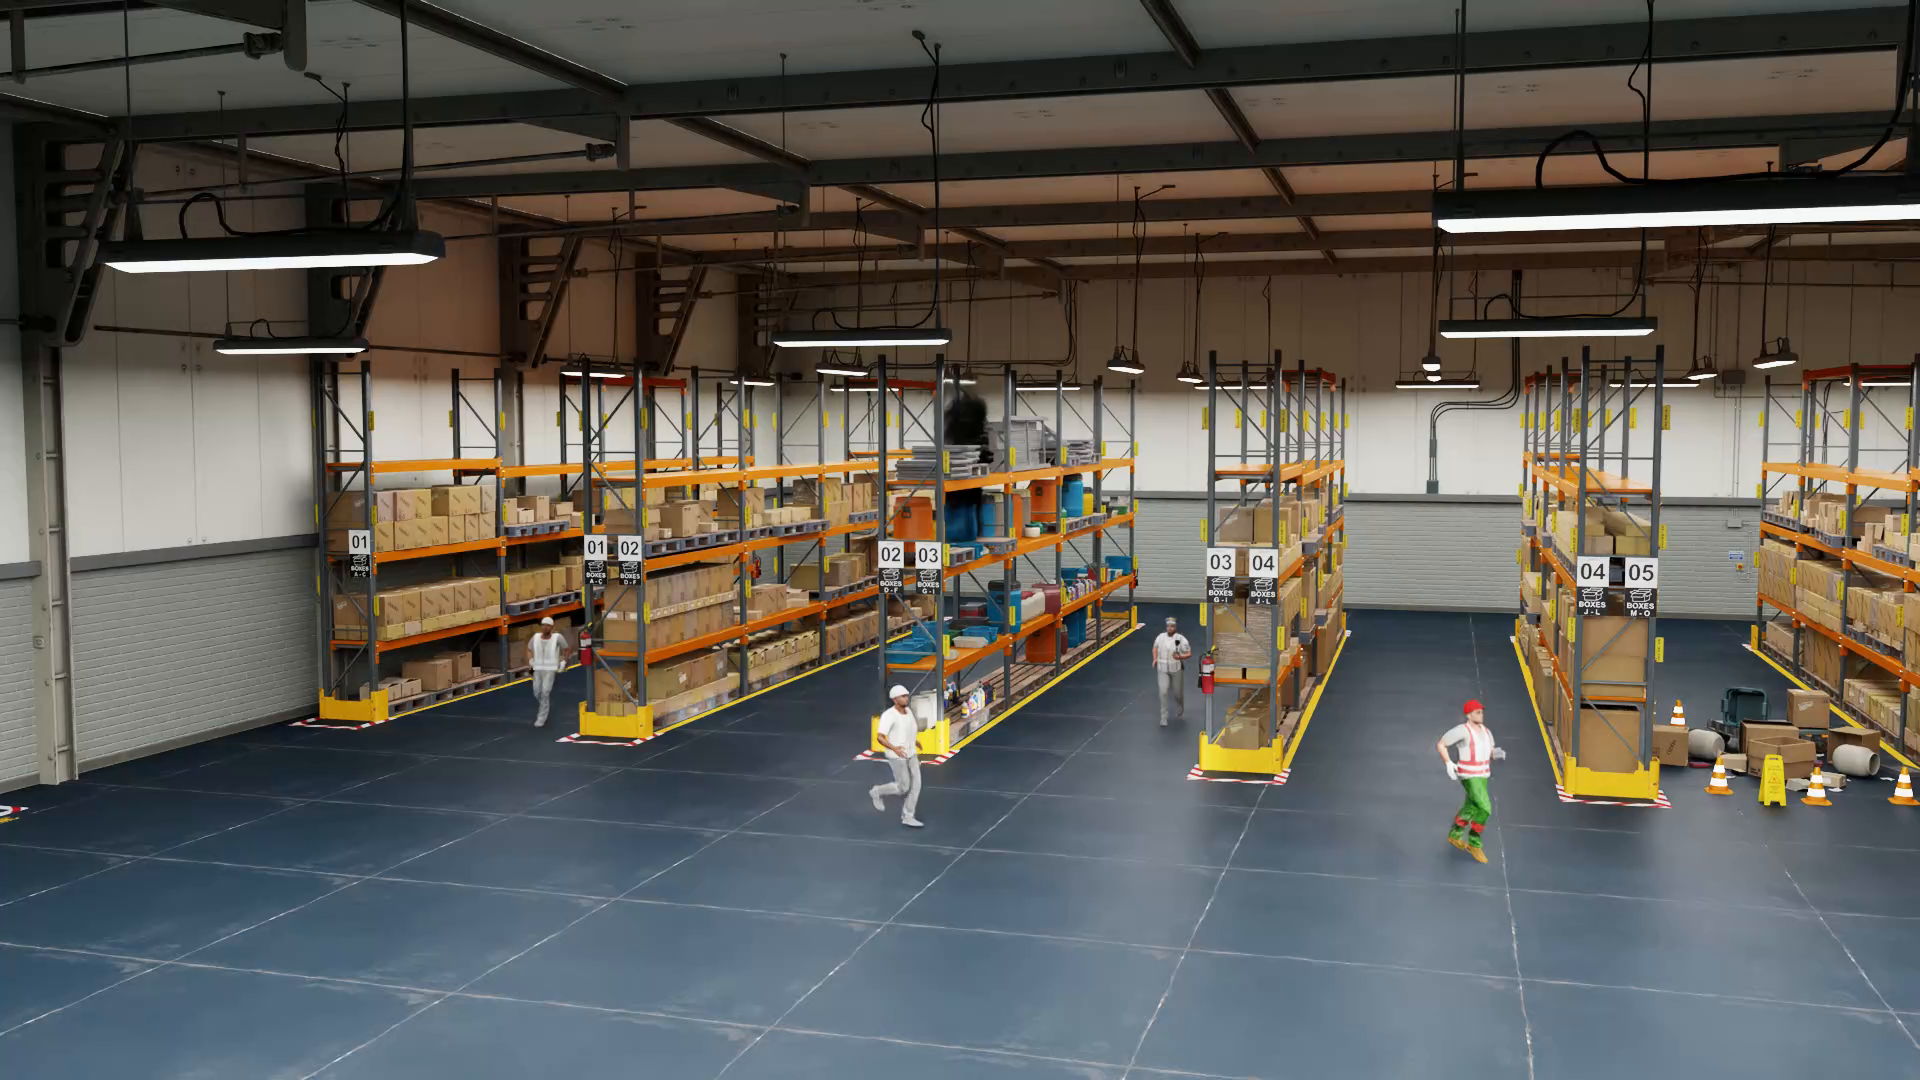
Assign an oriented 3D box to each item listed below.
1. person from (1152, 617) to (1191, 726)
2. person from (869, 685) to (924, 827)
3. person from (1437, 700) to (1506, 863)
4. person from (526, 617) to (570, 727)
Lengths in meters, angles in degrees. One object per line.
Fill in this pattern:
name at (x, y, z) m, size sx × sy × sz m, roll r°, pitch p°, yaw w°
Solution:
person at (3.485, 2.145, 27.521) m, size 0.673 × 1.755 × 0.923 m, roll 1°, pitch 4°, yaw 16°
person at (-0.758, 2.667, 20.658) m, size 0.758 × 1.738 × 0.699 m, roll 3°, pitch 5°, yaw 35°
person at (5.887, 2.745, 19.062) m, size 0.649 × 1.831 × 0.763 m, roll -3°, pitch 5°, yaw -39°
person at (-6.840, 2.160, 27.575) m, size 0.718 × 1.779 × 0.821 m, roll 0°, pitch 4°, yaw 3°
